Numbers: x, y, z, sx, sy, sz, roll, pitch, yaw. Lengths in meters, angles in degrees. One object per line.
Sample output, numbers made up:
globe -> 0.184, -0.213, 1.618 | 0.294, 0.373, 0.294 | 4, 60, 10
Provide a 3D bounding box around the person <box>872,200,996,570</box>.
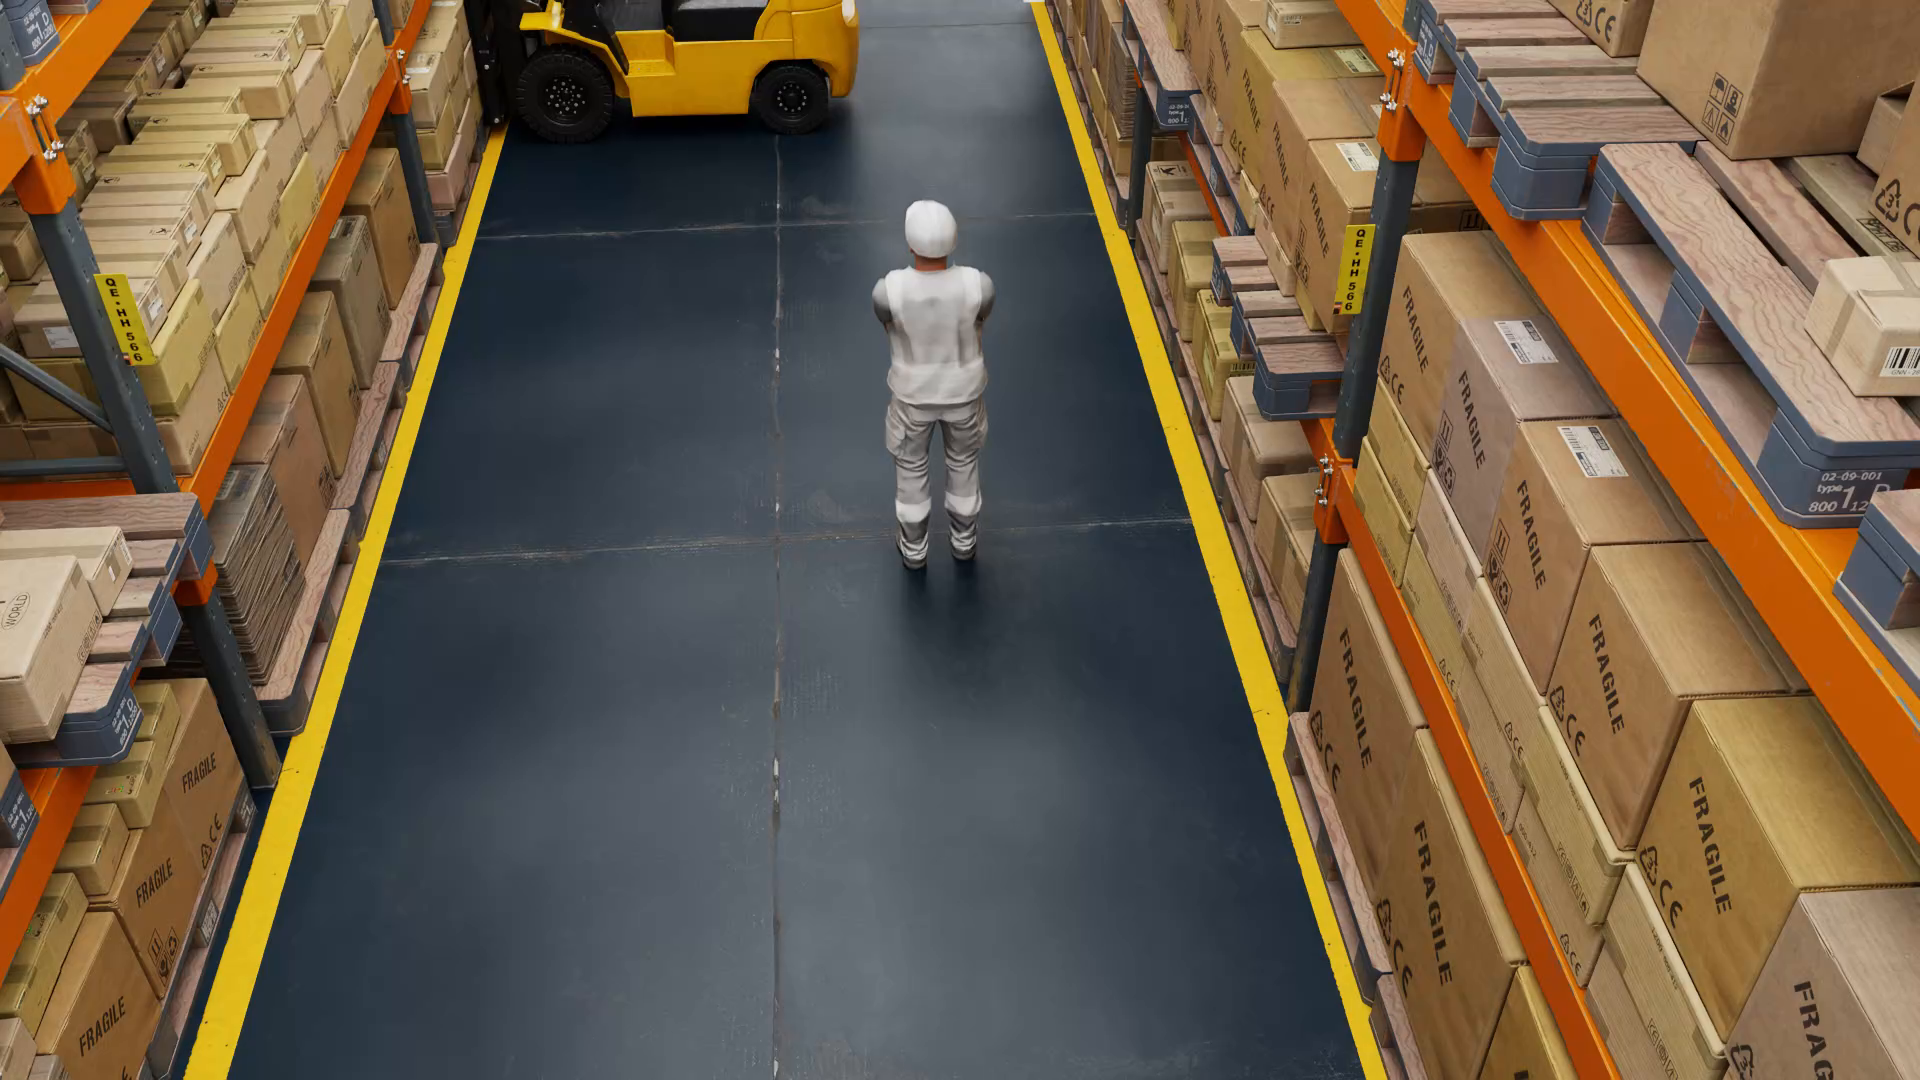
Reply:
person -> -0.113, -0.685, 6.993 | 0.493, 1.782, 0.571 | -3, 39, -3
